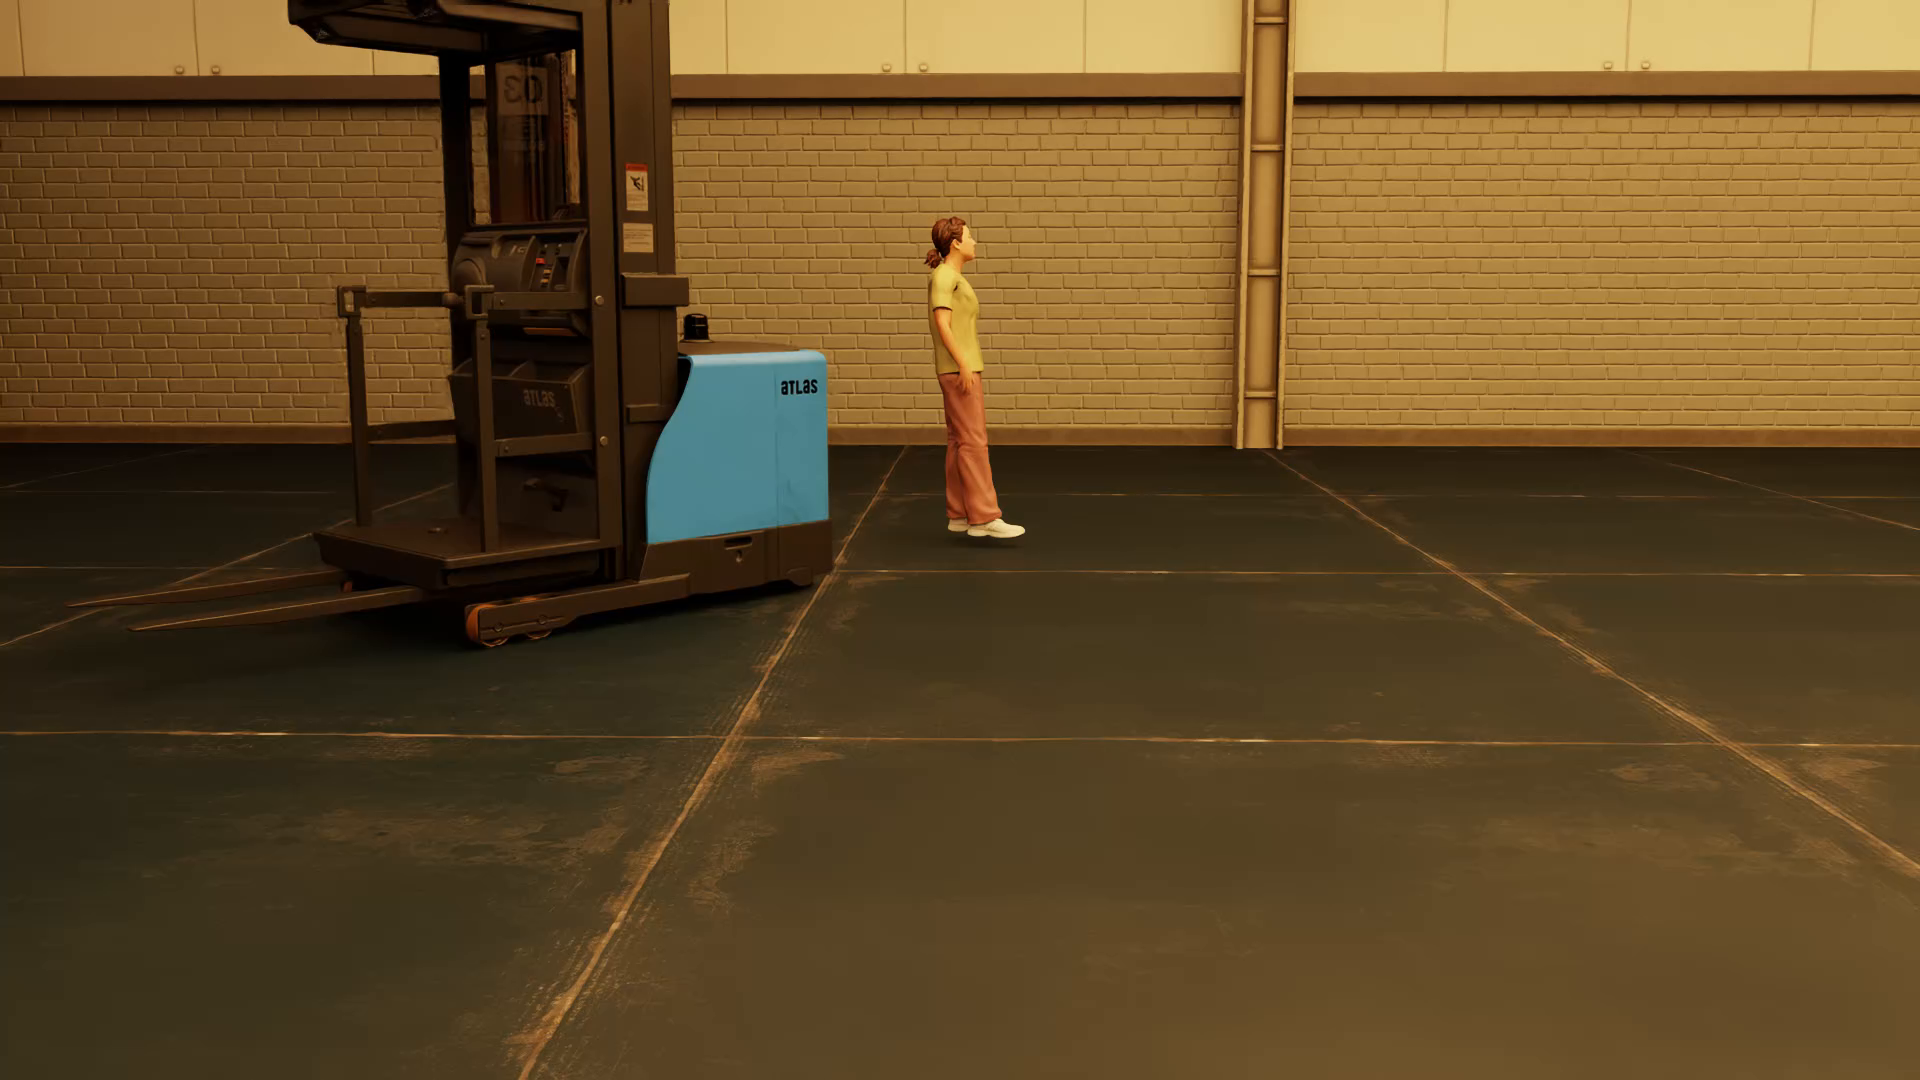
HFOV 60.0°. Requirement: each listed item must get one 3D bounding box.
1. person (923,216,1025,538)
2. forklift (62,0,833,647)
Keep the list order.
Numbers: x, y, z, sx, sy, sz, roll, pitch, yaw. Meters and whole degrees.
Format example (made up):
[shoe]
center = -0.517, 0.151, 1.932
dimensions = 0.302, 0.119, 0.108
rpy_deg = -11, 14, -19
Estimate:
[person]
center = 0.073, -0.873, 8.855
dimensions = 0.548, 1.674, 0.552
rpy_deg = 0, 9, 1
[forklift]
center = -1.962, -1.128, 6.676
dimensions = 1.130, 2.935, 3.031
rpy_deg = 8, 12, 43
